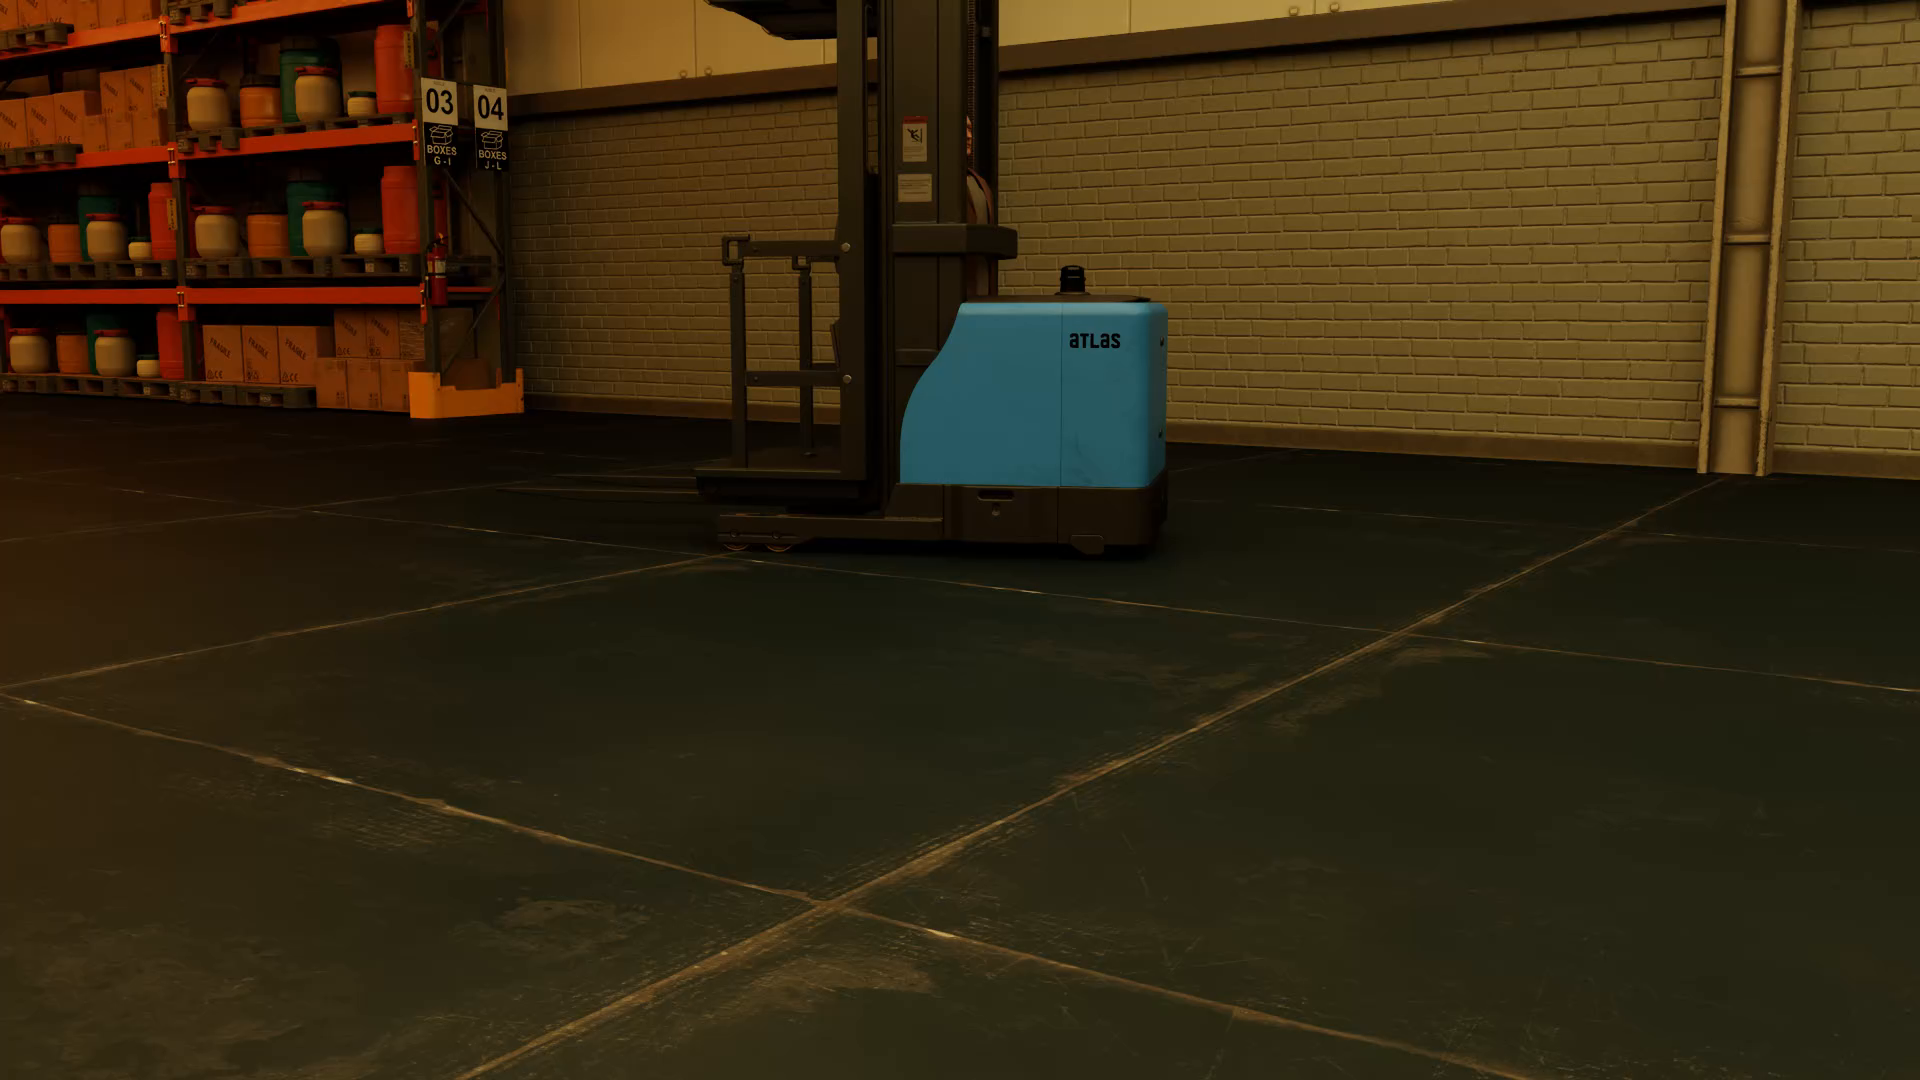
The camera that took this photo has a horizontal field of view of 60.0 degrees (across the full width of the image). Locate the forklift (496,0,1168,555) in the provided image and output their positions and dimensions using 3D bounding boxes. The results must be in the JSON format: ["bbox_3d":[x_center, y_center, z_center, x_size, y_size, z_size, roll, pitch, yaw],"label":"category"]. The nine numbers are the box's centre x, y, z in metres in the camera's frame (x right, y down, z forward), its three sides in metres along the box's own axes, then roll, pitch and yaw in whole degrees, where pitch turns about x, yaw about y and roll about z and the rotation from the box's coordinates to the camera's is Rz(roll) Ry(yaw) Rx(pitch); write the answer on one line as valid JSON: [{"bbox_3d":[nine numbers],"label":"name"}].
[{"bbox_3d":[-0.596,-1.469,7.520,3.031,2.935,1.130,2,8,12],"label":"forklift"}]

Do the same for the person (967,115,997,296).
[{"bbox_3d":[-0.016,-1.076,7.449,0.331,1.710,0.562,5,10,34],"label":"person"}]
